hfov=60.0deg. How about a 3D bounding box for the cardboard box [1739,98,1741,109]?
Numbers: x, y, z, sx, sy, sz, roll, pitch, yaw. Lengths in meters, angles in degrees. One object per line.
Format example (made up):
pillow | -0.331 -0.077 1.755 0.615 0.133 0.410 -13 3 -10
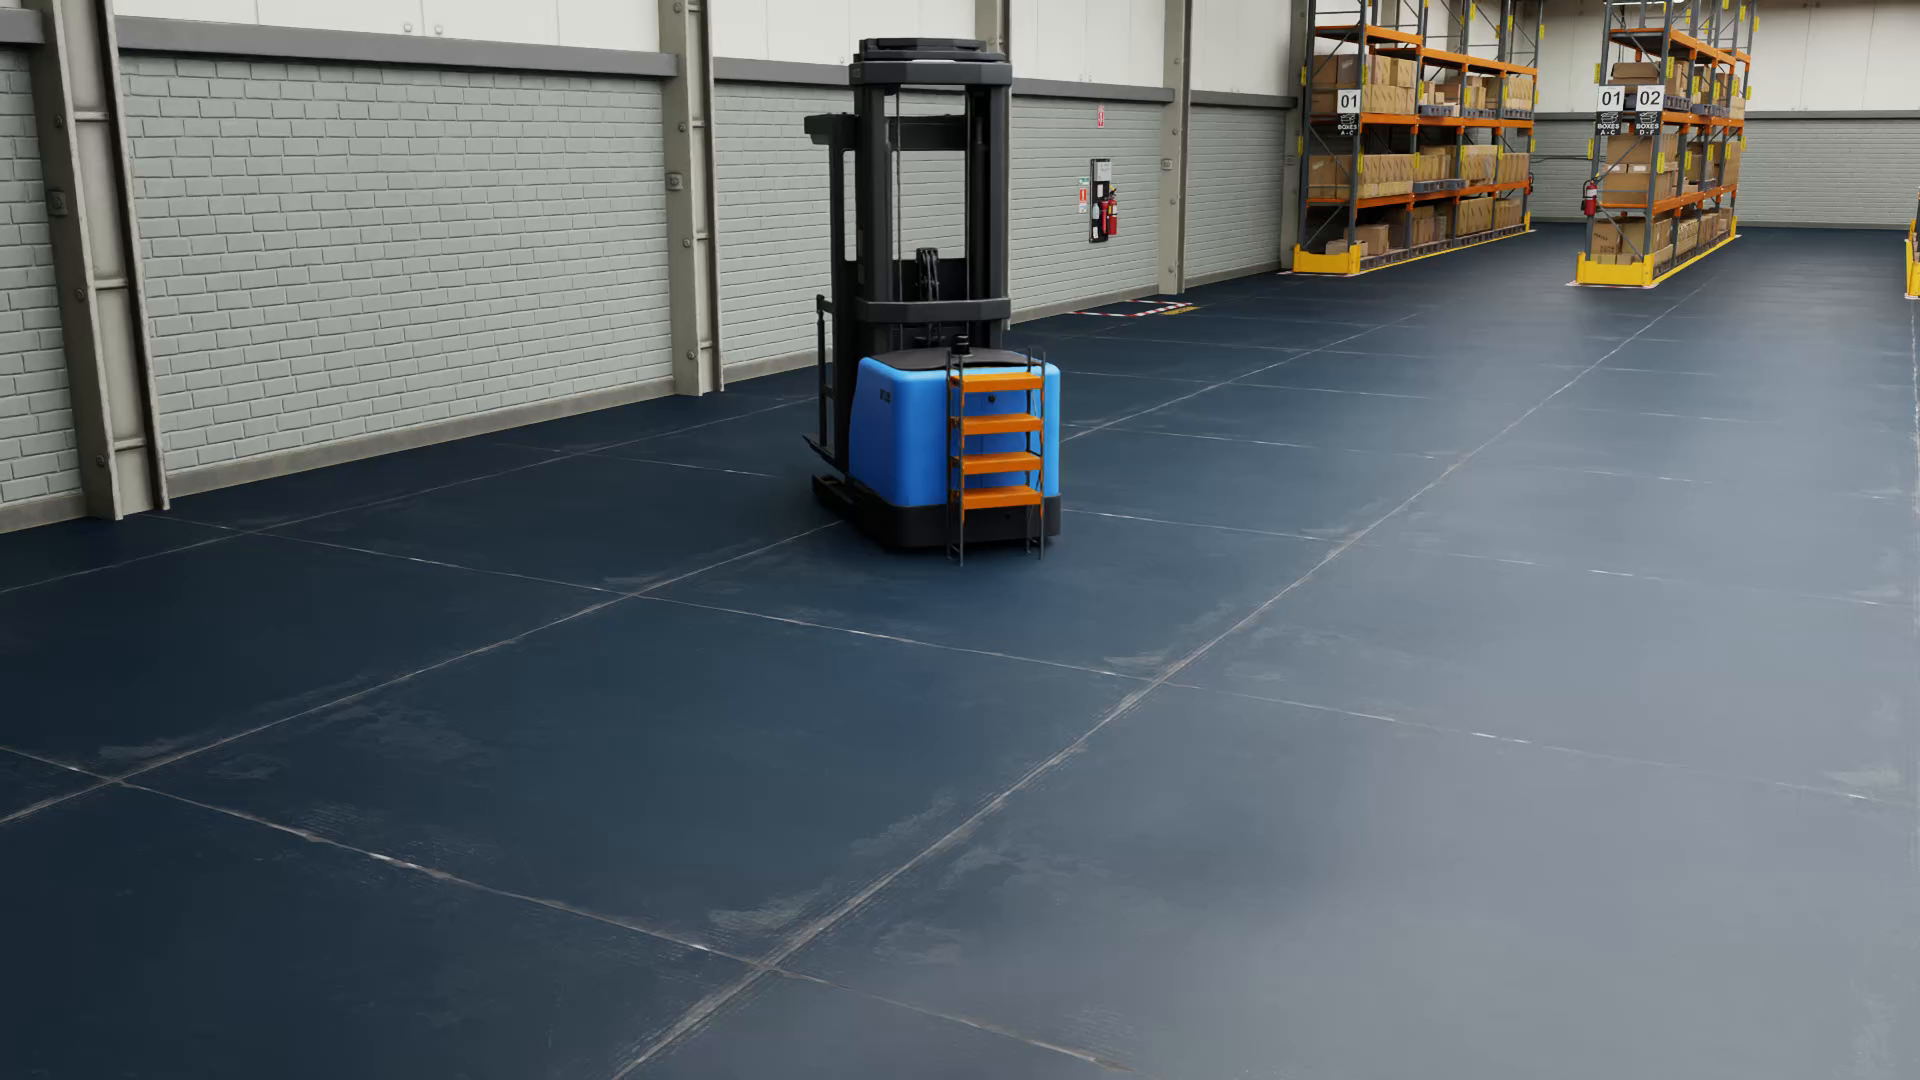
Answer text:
cardboard box | 18.186 -10.334 39.352 0.500 0.250 0.500 7 15 28

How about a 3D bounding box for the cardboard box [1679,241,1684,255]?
cardboard box | 13.557 -5.610 31.873 0.500 0.250 0.500 8 16 29

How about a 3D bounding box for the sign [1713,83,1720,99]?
sign | 15.312 -9.087 33.654 0.100 0.325 0.005 7 15 28

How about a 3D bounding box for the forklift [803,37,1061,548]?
forklift | -0.357 -1.680 10.750 1.130 2.935 3.031 -5 14 -18

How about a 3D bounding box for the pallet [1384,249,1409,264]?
pallet | 8.264 -5.646 33.002 1.003 0.211 1.213 7 15 28

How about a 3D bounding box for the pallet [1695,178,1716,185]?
pallet | 16.282 -7.979 37.141 1.003 0.211 1.213 7 15 28

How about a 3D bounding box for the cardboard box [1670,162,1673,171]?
cardboard box | 12.581 -6.708 29.862 0.380 0.149 0.250 7 15 28

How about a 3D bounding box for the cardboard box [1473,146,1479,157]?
cardboard box | 11.434 -8.809 37.681 0.500 0.250 0.500 7 15 28

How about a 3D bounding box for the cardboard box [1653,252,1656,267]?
cardboard box | 11.655 -4.818 28.587 0.500 0.250 0.500 7 15 28

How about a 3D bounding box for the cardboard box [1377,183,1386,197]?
cardboard box | 7.628 -6.536 31.020 0.500 0.250 0.500 7 15 27

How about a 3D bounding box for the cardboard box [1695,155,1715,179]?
cardboard box | 15.964 -8.108 36.154 0.700 0.500 0.500 3 14 14

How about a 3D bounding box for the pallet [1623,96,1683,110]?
pallet | 11.916 -7.571 28.825 1.003 0.211 1.213 7 15 28

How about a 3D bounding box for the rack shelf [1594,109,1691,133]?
rack shelf | 11.930 -7.281 28.970 1.077 0.370 4.000 7 15 28

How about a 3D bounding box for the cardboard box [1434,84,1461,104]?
cardboard box | 10.672 -9.789 36.685 0.700 0.500 0.500 6 15 24

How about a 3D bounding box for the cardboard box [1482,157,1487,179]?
cardboard box | 11.935 -8.656 38.649 0.500 0.500 0.500 7 15 28

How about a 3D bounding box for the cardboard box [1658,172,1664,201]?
cardboard box | 11.946 -6.223 29.233 0.700 0.500 0.500 8 16 30

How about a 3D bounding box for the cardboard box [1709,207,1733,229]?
cardboard box | 18.650 -7.904 40.814 0.500 0.500 0.500 7 15 28

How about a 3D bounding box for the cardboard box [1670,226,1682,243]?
cardboard box | 13.314 -5.780 31.381 0.500 0.311 0.500 7 15 28

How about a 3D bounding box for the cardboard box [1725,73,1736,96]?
cardboard box | 17.331 -10.408 38.057 0.700 0.500 0.500 7 15 28

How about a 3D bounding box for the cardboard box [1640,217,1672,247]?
cardboard box | 12.612 -5.594 30.207 0.500 0.500 0.500 7 15 28

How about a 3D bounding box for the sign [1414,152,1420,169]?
sign | 9.037 -7.504 32.914 0.100 0.325 0.005 7 15 28

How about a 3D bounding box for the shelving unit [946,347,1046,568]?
shelving unit | 0.200 -0.473 9.434 0.503 1.200 0.258 -5 14 -19

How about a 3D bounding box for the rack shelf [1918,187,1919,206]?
rack shelf | 22.065 -7.723 37.202 1.077 0.370 4.000 7 15 28

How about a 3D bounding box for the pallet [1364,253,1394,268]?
pallet | 7.676 -5.395 31.960 1.003 0.211 1.213 7 15 28

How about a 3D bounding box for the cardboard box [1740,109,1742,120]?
cardboard box | 18.429 -10.194 39.836 0.500 0.250 0.500 7 15 28

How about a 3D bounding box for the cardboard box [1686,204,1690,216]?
cardboard box | 15.833 -7.311 36.752 0.500 0.250 0.500 7 15 28

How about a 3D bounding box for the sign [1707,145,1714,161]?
sign | 15.318 -7.904 33.949 0.100 0.325 0.005 7 15 28

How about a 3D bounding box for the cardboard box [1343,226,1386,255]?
cardboard box | 7.712 -5.715 31.734 0.700 0.500 0.500 6 15 25

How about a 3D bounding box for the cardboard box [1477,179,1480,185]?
cardboard box | 11.857 -8.315 38.618 0.380 0.149 0.250 7 15 26

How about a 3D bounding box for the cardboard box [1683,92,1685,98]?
cardboard box | 13.466 -8.411 31.544 0.500 0.250 0.500 6 15 23

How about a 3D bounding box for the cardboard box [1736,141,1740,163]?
cardboard box | 18.479 -9.353 40.084 0.500 0.500 0.500 8 16 30

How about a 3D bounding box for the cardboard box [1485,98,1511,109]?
cardboard box | 12.990 -10.535 40.141 0.500 0.250 0.500 7 15 28

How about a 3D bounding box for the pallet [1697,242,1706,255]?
pallet | 15.224 -6.197 35.287 1.003 0.211 1.213 7 15 28

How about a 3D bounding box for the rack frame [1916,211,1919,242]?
rack frame | 21.098 -7.662 35.416 1.000 3.000 0.127 7 15 28

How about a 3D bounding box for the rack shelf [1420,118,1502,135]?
rack shelf | 11.459 -9.483 38.103 1.077 0.370 4.000 7 15 28

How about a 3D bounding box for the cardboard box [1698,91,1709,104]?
cardboard box | 15.011 -9.004 34.367 0.910 0.500 0.500 7 15 28

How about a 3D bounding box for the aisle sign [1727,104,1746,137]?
aisle sign | 18.999 -10.288 40.760 0.394 0.787 0.004 7 15 28

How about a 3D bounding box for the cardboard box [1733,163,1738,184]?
cardboard box | 18.471 -8.864 40.187 0.500 0.500 0.500 8 15 29

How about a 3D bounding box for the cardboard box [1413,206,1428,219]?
cardboard box | 9.615 -6.958 35.288 0.500 0.250 0.500 7 15 28

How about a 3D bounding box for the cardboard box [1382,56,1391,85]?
cardboard box | 7.548 -8.580 30.435 0.500 0.500 0.500 8 16 30

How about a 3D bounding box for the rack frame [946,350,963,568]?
rack frame | -0.030 -0.454 9.355 0.015 1.200 0.240 -5 14 -19

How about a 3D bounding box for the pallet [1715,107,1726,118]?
pallet | 15.888 -9.252 36.011 1.213 0.211 1.003 7 15 28

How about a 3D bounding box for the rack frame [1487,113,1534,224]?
rack frame | 14.359 -9.605 43.476 1.000 3.000 0.127 7 15 28

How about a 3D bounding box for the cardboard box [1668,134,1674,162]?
cardboard box | 12.444 -7.067 29.964 0.700 0.500 0.500 7 15 28

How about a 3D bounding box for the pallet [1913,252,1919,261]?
pallet | 18.756 -5.331 31.698 1.003 0.211 1.213 7 15 28

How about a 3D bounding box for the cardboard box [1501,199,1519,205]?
cardboard box | 14.083 -8.655 42.588 0.380 0.149 0.250 8 16 30

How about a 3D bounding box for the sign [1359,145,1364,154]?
sign | 8.071 -7.768 33.386 0.100 0.325 0.005 7 15 28

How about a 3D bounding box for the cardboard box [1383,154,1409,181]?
cardboard box | 8.364 -7.210 32.216 0.500 0.500 0.500 7 15 28

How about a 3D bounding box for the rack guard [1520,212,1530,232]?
rack guard | 14.371 -8.395 43.789 1.175 0.500 0.348 7 15 28

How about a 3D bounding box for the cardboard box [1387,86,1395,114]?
cardboard box | 7.784 -8.205 31.011 0.500 0.500 0.500 8 16 31

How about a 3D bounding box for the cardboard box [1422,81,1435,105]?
cardboard box | 9.489 -9.210 34.328 0.500 0.500 0.500 7 15 26

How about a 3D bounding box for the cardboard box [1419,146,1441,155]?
cardboard box | 10.484 -8.654 37.039 0.500 0.250 0.500 8 16 30

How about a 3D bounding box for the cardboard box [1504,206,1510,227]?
cardboard box | 13.373 -8.123 41.765 0.700 0.500 0.500 8 16 29

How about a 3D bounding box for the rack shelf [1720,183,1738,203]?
rack shelf | 17.731 -8.285 39.533 1.077 0.370 4.000 7 15 28

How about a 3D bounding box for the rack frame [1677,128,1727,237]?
rack frame | 16.764 -8.224 37.747 1.000 3.000 0.127 7 15 28

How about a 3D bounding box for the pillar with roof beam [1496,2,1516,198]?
pillar with roof beam | 18.676 -12.686 43.454 9.100 9.000 0.548 7 15 28

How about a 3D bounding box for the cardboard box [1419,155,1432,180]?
cardboard box | 9.401 -7.759 34.665 0.700 0.500 0.500 10 17 36
